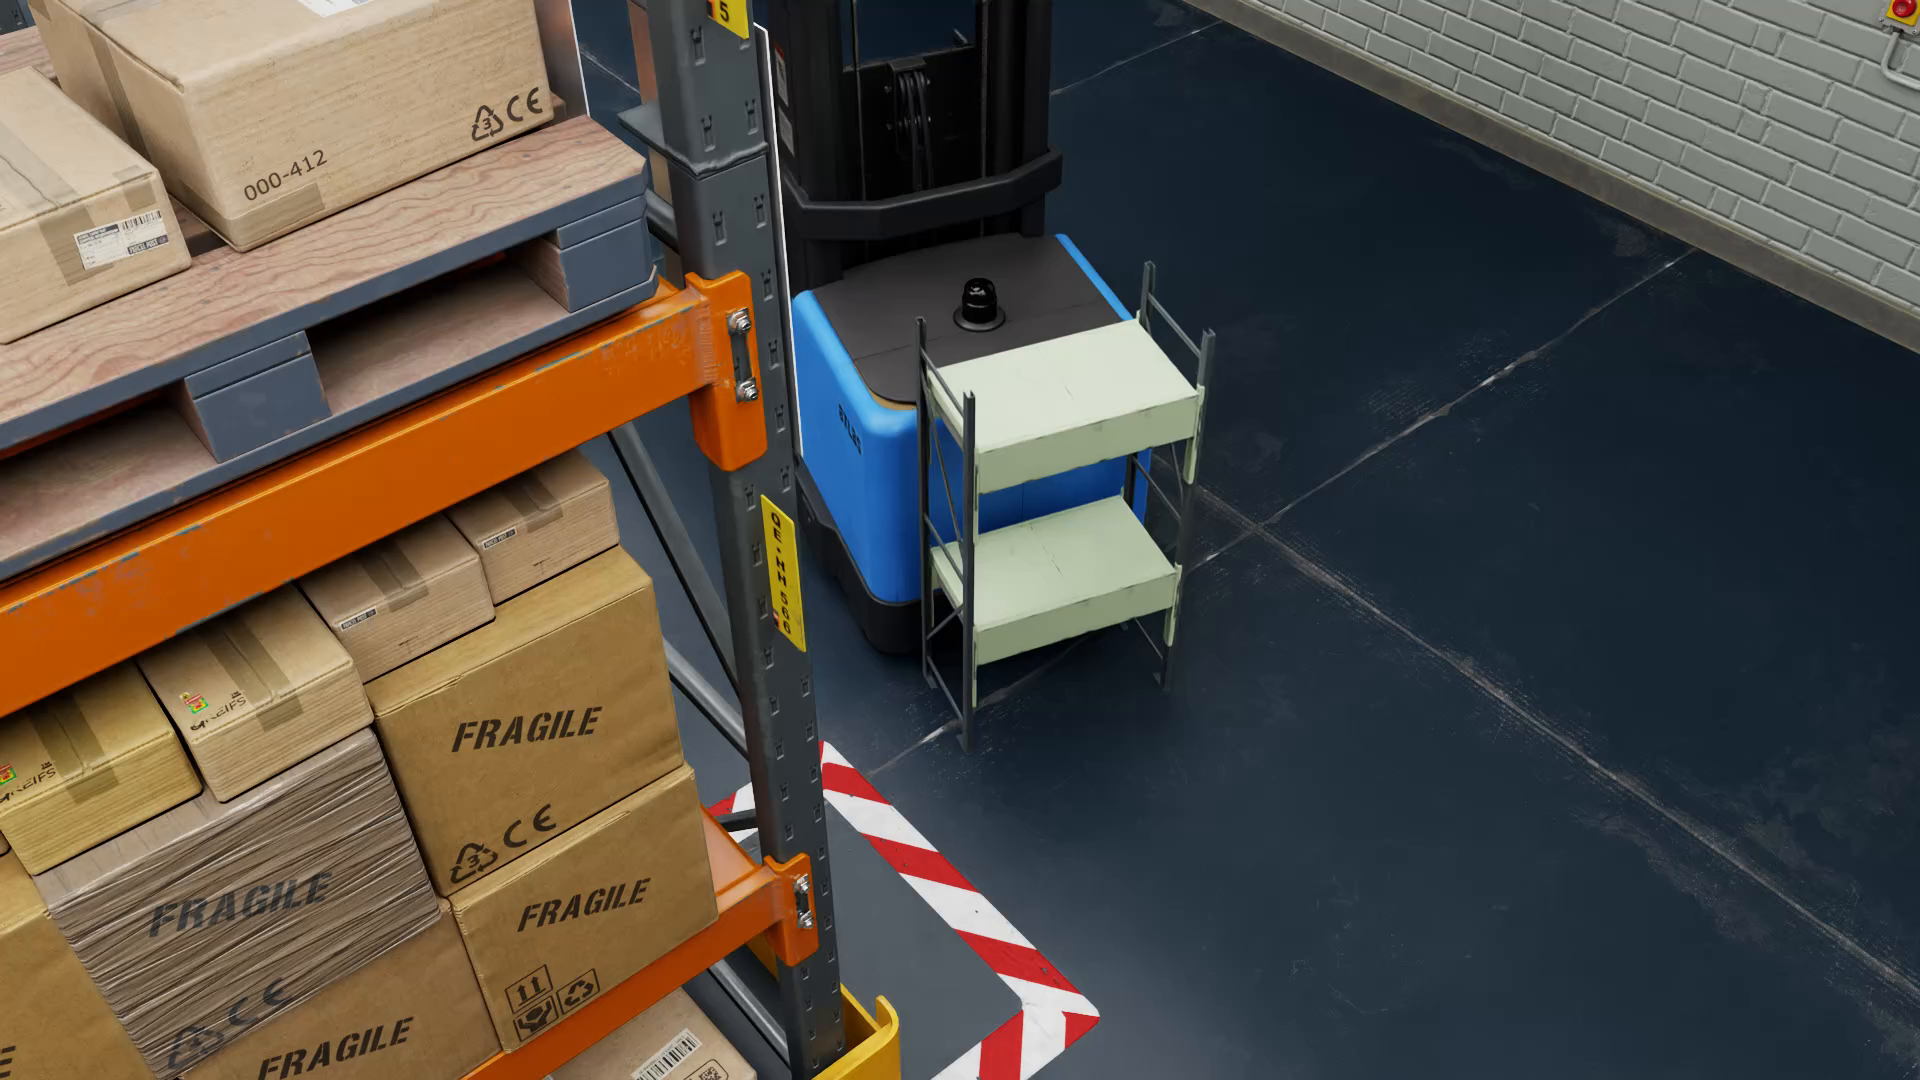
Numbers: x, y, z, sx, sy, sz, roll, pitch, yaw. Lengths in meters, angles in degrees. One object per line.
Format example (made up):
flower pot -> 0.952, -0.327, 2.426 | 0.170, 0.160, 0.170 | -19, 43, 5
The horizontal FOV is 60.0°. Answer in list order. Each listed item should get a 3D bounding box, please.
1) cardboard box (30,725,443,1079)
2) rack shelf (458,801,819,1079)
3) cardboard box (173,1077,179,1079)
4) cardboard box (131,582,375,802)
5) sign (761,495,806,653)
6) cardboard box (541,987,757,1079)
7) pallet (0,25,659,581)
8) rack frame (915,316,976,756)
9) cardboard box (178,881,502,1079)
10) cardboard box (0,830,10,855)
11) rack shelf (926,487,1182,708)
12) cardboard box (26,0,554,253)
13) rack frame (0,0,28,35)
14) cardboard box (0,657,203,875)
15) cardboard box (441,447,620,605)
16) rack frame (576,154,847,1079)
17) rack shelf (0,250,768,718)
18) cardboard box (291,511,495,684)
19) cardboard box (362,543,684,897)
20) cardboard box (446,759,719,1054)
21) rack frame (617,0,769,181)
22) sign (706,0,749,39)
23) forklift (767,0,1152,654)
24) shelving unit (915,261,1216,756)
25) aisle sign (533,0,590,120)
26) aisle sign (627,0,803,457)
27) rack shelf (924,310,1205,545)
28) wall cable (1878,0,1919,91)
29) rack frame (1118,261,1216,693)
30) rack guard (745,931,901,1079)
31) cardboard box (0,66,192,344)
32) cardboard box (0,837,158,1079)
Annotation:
cardboard box -> -1.253, 0.461, 2.764 | 0.500, 0.500, 0.500 | -30, 51, -28
rack shelf -> -2.188, 1.421, 3.071 | 4.000, 0.370, 1.077 | -30, 51, -28
cardboard box -> -1.637, 1.038, 2.880 | 0.500, 0.500, 0.500 | -28, 50, -27
cardboard box -> -1.124, 0.188, 2.582 | 0.250, 0.149, 0.380 | -30, 51, -28
sign -> -0.317, 0.063, 2.973 | 0.005, 0.325, 0.100 | -30, 51, -28
cardboard box -> -1.096, 1.404, 4.129 | 0.875, 0.438, 0.875 | -32, 52, -29
pallet -> -1.216, -0.449, 2.411 | 1.213, 0.211, 1.003 | -30, 51, -28
rack frame -> -0.043, 0.038, 5.114 | 0.023, 1.500, 0.400 | -16, 45, -16
cardboard box -> -1.249, 0.807, 3.126 | 0.500, 0.500, 0.500 | -31, 51, -29
cardboard box -> -1.590, 0.354, 2.405 | 0.250, 0.149, 0.380 | -30, 51, -28
rack shelf -> 0.295, 0.180, 5.439 | 0.720, 0.370, 0.431 | -16, 45, -16
cardboard box -> -0.942, -0.703, 2.346 | 0.500, 0.250, 0.500 | 34, 53, 31
rack frame -> -3.908, -2.275, 6.481 | 0.127, 3.000, 1.000 | -30, 51, -28
cardboard box -> -1.344, 0.277, 2.487 | 0.250, 0.149, 0.380 | -29, 50, -27
cardboard box -> -0.801, -0.094, 2.882 | 0.250, 0.149, 0.380 | -29, 50, -27
rack frame -> -0.654, 0.280, 3.760 | 0.127, 3.000, 1.000 | -30, 51, -28
rack shelf -> -2.188, 0.328, 2.044 | 4.000, 0.370, 1.077 | -30, 51, -28
cardboard box -> -0.980, 0.030, 2.750 | 0.250, 0.149, 0.380 | -29, 50, -27
cardboard box -> -0.871, 0.216, 3.025 | 0.500, 0.500, 0.500 | -28, 50, -27
cardboard box -> -0.854, 0.595, 3.353 | 0.500, 0.500, 0.500 | -30, 51, -28
rack frame -> -0.654, -1.906, 1.707 | 0.127, 3.000, 1.000 | -30, 51, -28
sign -> -0.317, -0.816, 2.148 | 0.005, 0.325, 0.100 | -30, 51, -28
forklift -> -0.352, -1.696, 5.915 | 1.130, 2.935, 3.031 | -15, 45, -16
shelving unit -> 0.295, -0.058, 5.216 | 0.755, 1.500, 0.431 | -16, 45, -16
aisle sign -> -0.785, -0.851, 3.066 | 0.004, 0.787, 0.394 | -30, 51, -28
aisle sign -> -0.400, -0.536, 2.731 | 0.004, 0.787, 0.394 | -30, 51, -28
rack shelf -> 0.295, -0.342, 4.949 | 0.720, 0.370, 0.431 | -16, 45, -16
wall cable -> 3.656, -2.590, 6.052 | 0.123, 1.953, 0.585 | -30, 51, -28
rack frame -> 0.633, -0.153, 5.318 | 0.023, 1.500, 0.400 | -16, 45, -16
rack guard -> -0.636, 1.181, 4.627 | 0.348, 0.500, 1.175 | -30, 51, -28
cardboard box -> -1.212, -0.440, 2.140 | 0.250, 0.149, 0.380 | -34, 53, -31
cardboard box -> -1.635, 0.677, 2.535 | 0.500, 0.500, 0.500 | -30, 51, -28
